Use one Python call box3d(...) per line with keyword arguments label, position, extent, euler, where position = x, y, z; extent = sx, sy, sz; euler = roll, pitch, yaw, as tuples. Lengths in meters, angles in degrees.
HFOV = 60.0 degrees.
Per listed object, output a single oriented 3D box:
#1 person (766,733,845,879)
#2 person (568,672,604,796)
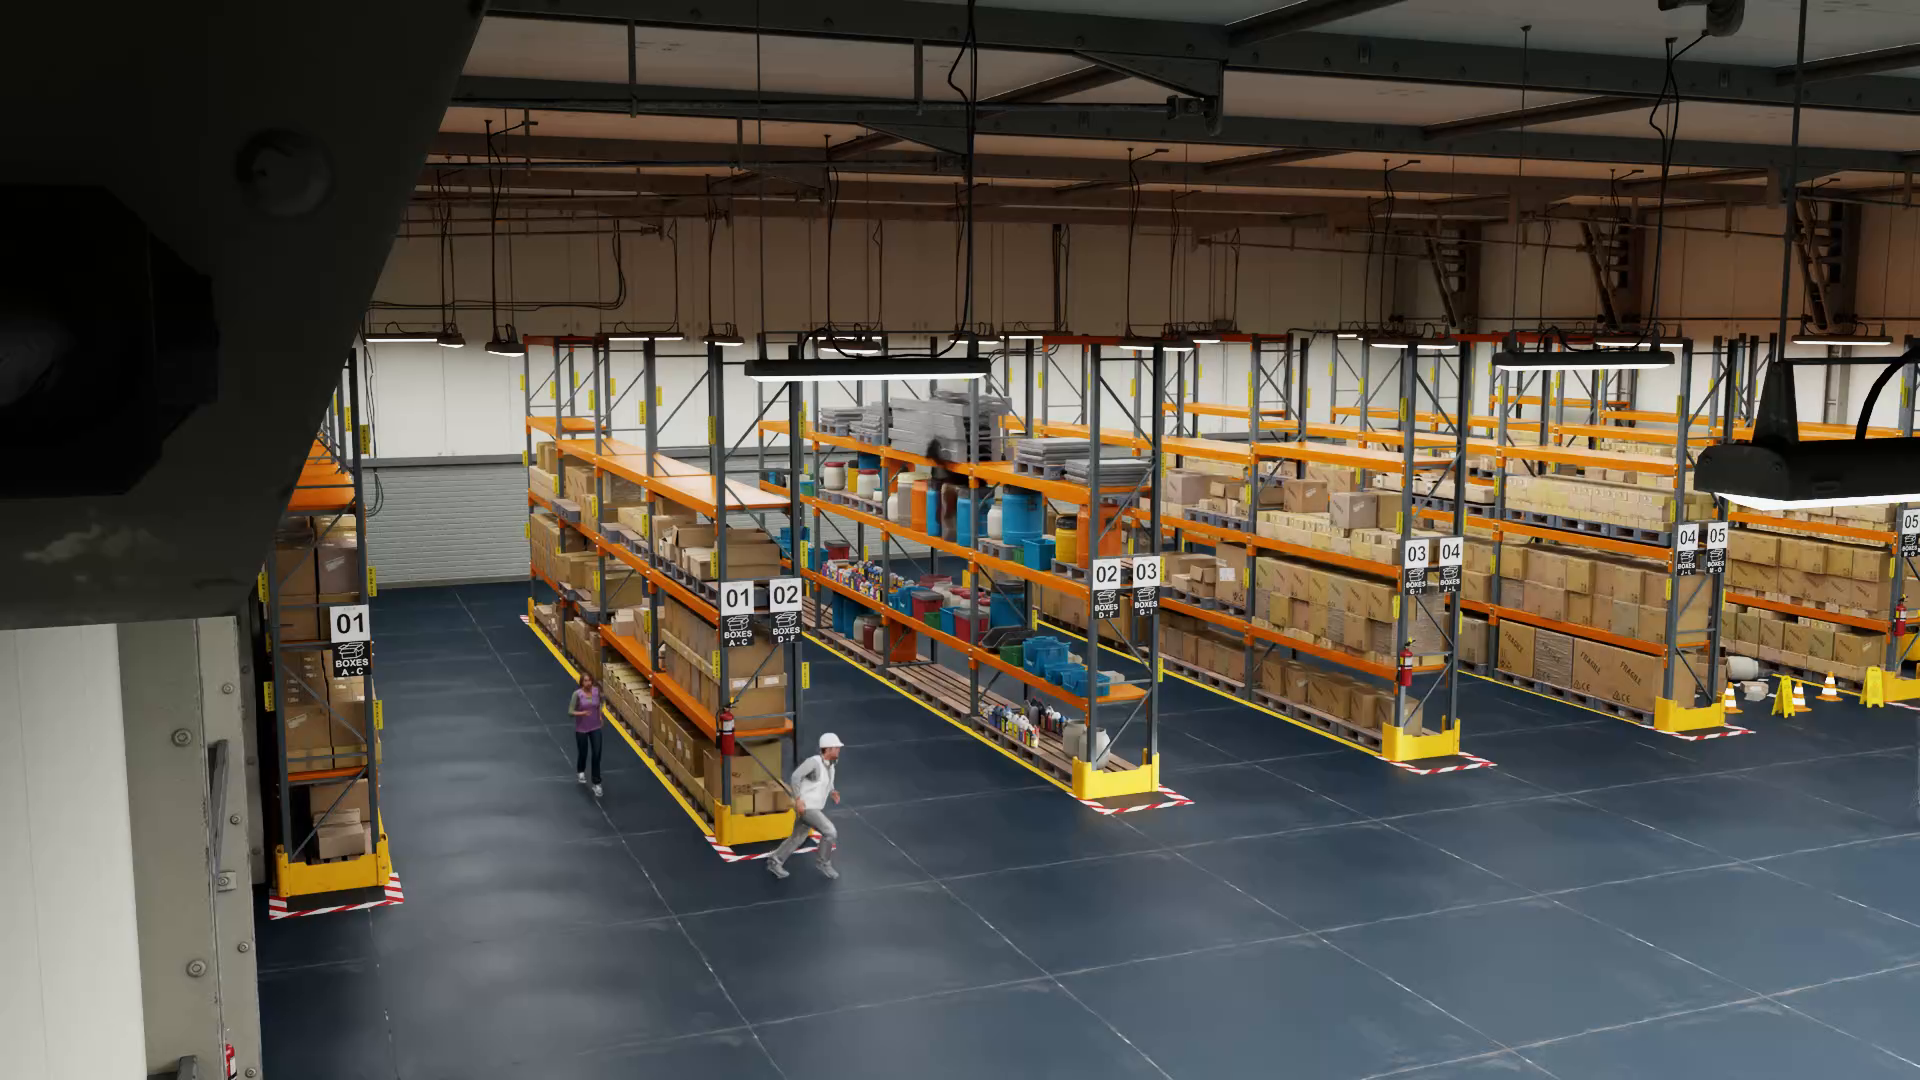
box3d(label="person", position=(-1.751, 3.003, 18.897), extent=(0.893, 1.669, 0.659), euler=(2, 8, 15))
box3d(label="person", position=(-4.984, 2.562, 22.284), extent=(0.532, 1.612, 0.786), euler=(-4, 8, -26))
